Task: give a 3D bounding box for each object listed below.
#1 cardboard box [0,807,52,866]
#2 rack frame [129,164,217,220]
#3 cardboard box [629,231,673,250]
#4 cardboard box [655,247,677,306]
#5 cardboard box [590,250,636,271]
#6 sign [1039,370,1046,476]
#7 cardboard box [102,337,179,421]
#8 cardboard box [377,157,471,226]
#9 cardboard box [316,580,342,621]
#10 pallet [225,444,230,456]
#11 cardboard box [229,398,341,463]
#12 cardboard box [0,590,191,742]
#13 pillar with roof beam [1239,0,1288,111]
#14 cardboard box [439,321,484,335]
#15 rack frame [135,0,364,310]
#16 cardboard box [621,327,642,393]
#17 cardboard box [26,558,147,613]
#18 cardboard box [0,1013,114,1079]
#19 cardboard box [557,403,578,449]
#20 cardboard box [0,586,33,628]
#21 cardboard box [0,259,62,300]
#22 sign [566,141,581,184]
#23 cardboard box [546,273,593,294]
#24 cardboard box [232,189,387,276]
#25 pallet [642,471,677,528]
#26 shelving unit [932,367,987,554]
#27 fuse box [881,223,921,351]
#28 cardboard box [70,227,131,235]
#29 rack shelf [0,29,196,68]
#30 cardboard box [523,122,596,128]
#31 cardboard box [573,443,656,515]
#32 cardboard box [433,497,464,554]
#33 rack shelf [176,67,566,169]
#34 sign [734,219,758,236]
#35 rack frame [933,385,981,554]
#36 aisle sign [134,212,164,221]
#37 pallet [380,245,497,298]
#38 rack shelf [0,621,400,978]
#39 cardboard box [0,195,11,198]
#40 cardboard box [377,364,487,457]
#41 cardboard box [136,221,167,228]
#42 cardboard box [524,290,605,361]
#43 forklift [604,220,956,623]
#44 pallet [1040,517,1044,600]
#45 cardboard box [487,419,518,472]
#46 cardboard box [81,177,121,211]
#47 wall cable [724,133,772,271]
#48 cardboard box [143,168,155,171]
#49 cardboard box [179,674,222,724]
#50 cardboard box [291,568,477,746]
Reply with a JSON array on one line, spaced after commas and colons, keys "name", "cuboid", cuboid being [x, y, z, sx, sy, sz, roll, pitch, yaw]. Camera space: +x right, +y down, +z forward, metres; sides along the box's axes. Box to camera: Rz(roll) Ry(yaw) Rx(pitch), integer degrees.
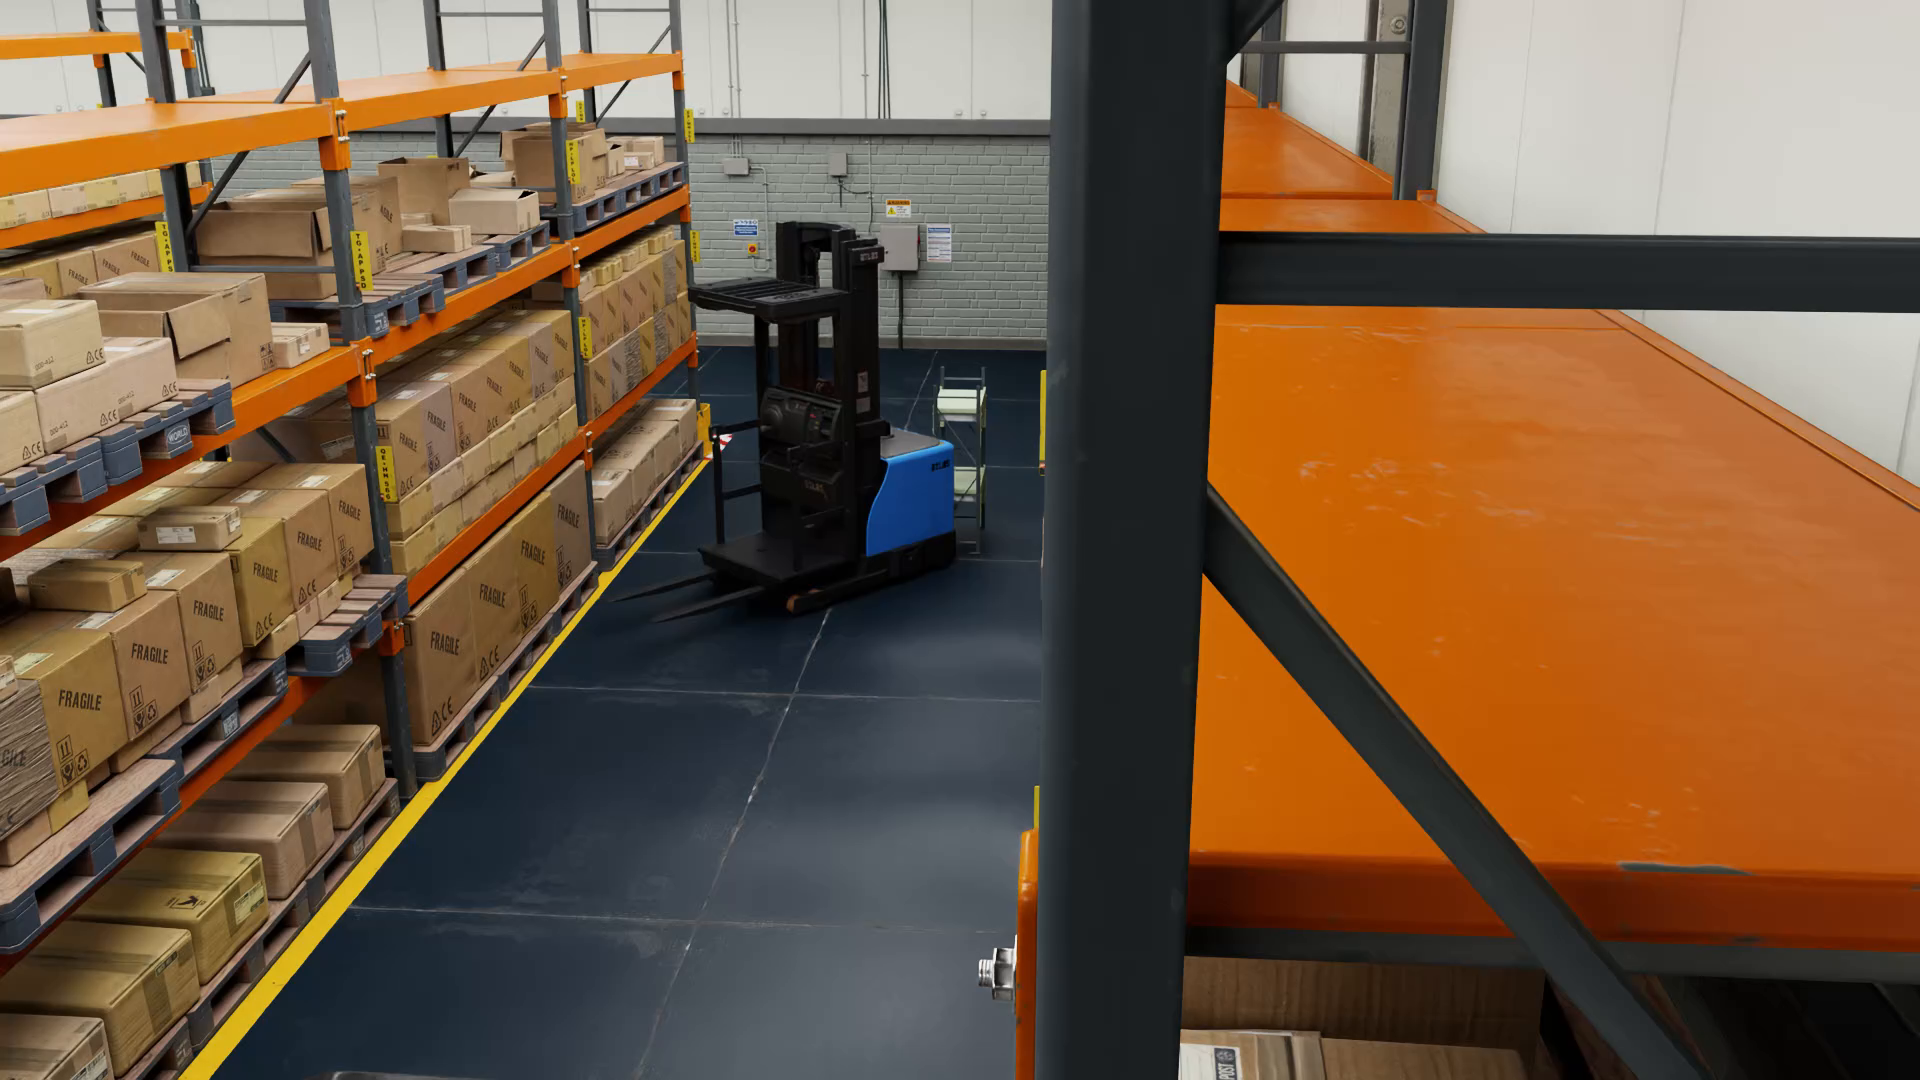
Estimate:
[{"name": "cardboard box", "cuboid": [-3.762, 1.124, 6.405, 0.380, 0.149, 0.250, 2, 18, 5]}, {"name": "rack frame", "cuboid": [-8.201, -2.437, 17.544, 1.000, 3.000, 0.127, 1, 18, 4]}, {"name": "cardboard box", "cuboid": [-3.012, -2.912, 16.184, 0.380, 0.149, 0.250, 1, 18, 3]}, {"name": "cardboard box", "cuboid": [-3.062, -2.563, 16.161, 0.500, 0.500, 0.500, 1, 18, 4]}, {"name": "cardboard box", "cuboid": [-3.134, -2.512, 14.963, 0.380, 0.149, 0.250, 1, 18, 4]}, {"name": "sign", "cuboid": [0.292, -0.351, 5.025, 0.100, 0.325, 0.005, 1, 18, 4]}, {"name": "cardboard box", "cuboid": [-3.626, -0.672, 6.906, 0.500, 0.250, 0.500, 1, 18, 3]}, {"name": "cardboard box", "cuboid": [-3.896, -2.521, 12.148, 0.500, 0.500, 0.500, 1, 18, 3]}, {"name": "cardboard box", "cuboid": [-3.540, 0.317, 8.866, 0.380, 0.149, 0.250, 1, 18, 3]}, {"name": "pallet", "cuboid": [-8.300, -0.837, 17.139, 1.003, 0.211, 1.213, 1, 18, 4]}, {"name": "cardboard box", "cuboid": [-4.054, -0.563, 10.057, 0.500, 0.500, 0.500, 1, 18, 2]}, {"name": "cardboard box", "cuboid": [-3.713, 0.532, 7.169, 0.500, 0.500, 0.500, 1, 18, 4]}, {"name": "pillar with roof beam", "cuboid": [-1.937, -4.149, 13.134, 9.100, 9.000, 0.400, 1, 18, 4]}, {"name": "cardboard box", "cuboid": [-3.871, -1.350, 12.459, 0.500, 0.500, 0.500, 1, 18, 4]}, {"name": "rack frame", "cuboid": [-3.830, -2.724, 8.786, 1.000, 3.000, 0.127, 1, 18, 4]}, {"name": "cardboard box", "cuboid": [-3.167, -1.614, 14.870, 0.500, 0.500, 0.500, 1, 18, 4]}, {"name": "cardboard box", "cuboid": [-3.755, 0.194, 7.159, 0.380, 0.149, 0.250, 2, 18, 7]}, {"name": "cardboard box", "cuboid": [-4.082, 2.255, 6.770, 0.950, 0.372, 0.625, 2, 18, 5]}, {"name": "cardboard box", "cuboid": [-3.324, -0.900, 13.092, 0.500, 0.250, 0.500, 1, 18, 3]}, {"name": "cardboard box", "cuboid": [-4.236, 0.518, 7.214, 0.500, 0.500, 0.500, 2, 18, 6]}, {"name": "cardboard box", "cuboid": [-8.191, -2.155, 14.439, 0.500, 0.500, 0.500, 1, 18, 2]}, {"name": "sign", "cuboid": [-3.002, -2.927, 12.887, 0.100, 0.325, 0.005, 1, 18, 4]}, {"name": "cardboard box", "cuboid": [-3.260, -2.119, 13.765, 0.380, 0.149, 0.250, 2, 18, 5]}, {"name": "cardboard box", "cuboid": [-3.949, -1.858, 10.123, 0.700, 0.500, 0.500, 0, 18, 1]}, {"name": "pallet", "cuboid": [-3.326, -0.405, 15.821, 1.003, 0.211, 1.213, 1, 18, 4]}, {"name": "shelving unit", "cuboid": [0.001, -0.712, 14.685, 0.431, 1.500, 0.755, 1, 18, 4]}, {"name": "fuse box", "cuboid": [-0.791, -3.406, 22.568, 0.539, 1.711, 0.414, 1, 18, 4]}, {"name": "cardboard box", "cuboid": [-8.528, -2.811, 16.440, 0.500, 0.500, 0.500, 2, 18, 6]}, {"name": "rack shelf", "cuboid": [-8.345, -4.324, 14.827, 1.077, 0.370, 4.000, 1, 18, 4]}, {"name": "cardboard box", "cuboid": [-3.551, -3.455, 14.839, 0.500, 0.500, 0.500, 2, 18, 5]}, {"name": "cardboard box", "cuboid": [-3.328, -0.569, 15.281, 0.875, 0.438, 0.875, 1, 18, 2]}, {"name": "cardboard box", "cuboid": [-3.525, -0.109, 10.678, 0.500, 0.250, 0.500, 1, 18, 2]}, {"name": "rack shelf", "cuboid": [-3.687, -2.814, 10.856, 1.077, 0.370, 4.000, 1, 18, 4]}, {"name": "sign", "cuboid": [-2.920, -4.259, 22.668, 0.327, 0.218, 0.001, 1, 18, 4]}, {"name": "rack frame", "cuboid": [-0.025, -0.598, 14.338, 0.400, 1.500, 0.023, 1, 18, 4]}, {"name": "aisle sign", "cuboid": [-8.495, -3.702, 17.229, 0.394, 0.787, 0.004, 1, 18, 4]}, {"name": "pallet", "cuboid": [-3.760, -1.758, 10.956, 1.003, 0.211, 1.213, 2, 18, 6]}, {"name": "rack shelf", "cuboid": [-3.974, 1.089, 7.936, 1.077, 0.370, 4.000, 1, 18, 4]}, {"name": "cardboard box", "cuboid": [-8.214, -2.931, 13.671, 0.500, 0.250, 0.500, 2, 18, 6]}, {"name": "cardboard box", "cuboid": [-3.473, -0.859, 10.960, 0.500, 0.500, 0.500, 2, 18, 5]}, {"name": "cardboard box", "cuboid": [-7.986, -2.954, 16.876, 0.500, 0.500, 0.500, 1, 18, 3]}, {"name": "cardboard box", "cuboid": [-3.268, -1.781, 13.775, 0.500, 0.500, 0.500, 1, 18, 4]}, {"name": "forklift", "cuboid": [-1.433, -0.976, 13.193, 3.031, 2.935, 1.130, -17, 25, -42]}, {"name": "pallet", "cuboid": [1.099, 0.115, 10.063, 1.213, 0.211, 1.003, 1, 18, 4]}, {"name": "cardboard box", "cuboid": [-3.412, -0.664, 11.570, 0.500, 0.250, 0.500, 2, 18, 5]}, {"name": "cardboard box", "cuboid": [-8.067, -3.166, 15.193, 0.500, 0.250, 0.500, 2, 18, 6]}, {"name": "wall cable", "cuboid": [-2.876, -4.608, 22.486, 0.585, 1.953, 0.123, 1, 18, 4]}, {"name": "cardboard box", "cuboid": [-8.016, -3.722, 16.084, 0.500, 0.250, 0.500, 1, 18, 2]}, {"name": "cardboard box", "cuboid": [-3.641, 0.720, 7.638, 0.380, 0.149, 0.250, 2, 18, 6]}, {"name": "cardboard box", "cuboid": [-3.698, 0.724, 10.635, 0.875, 0.875, 0.875, 1, 18, 3]}]
